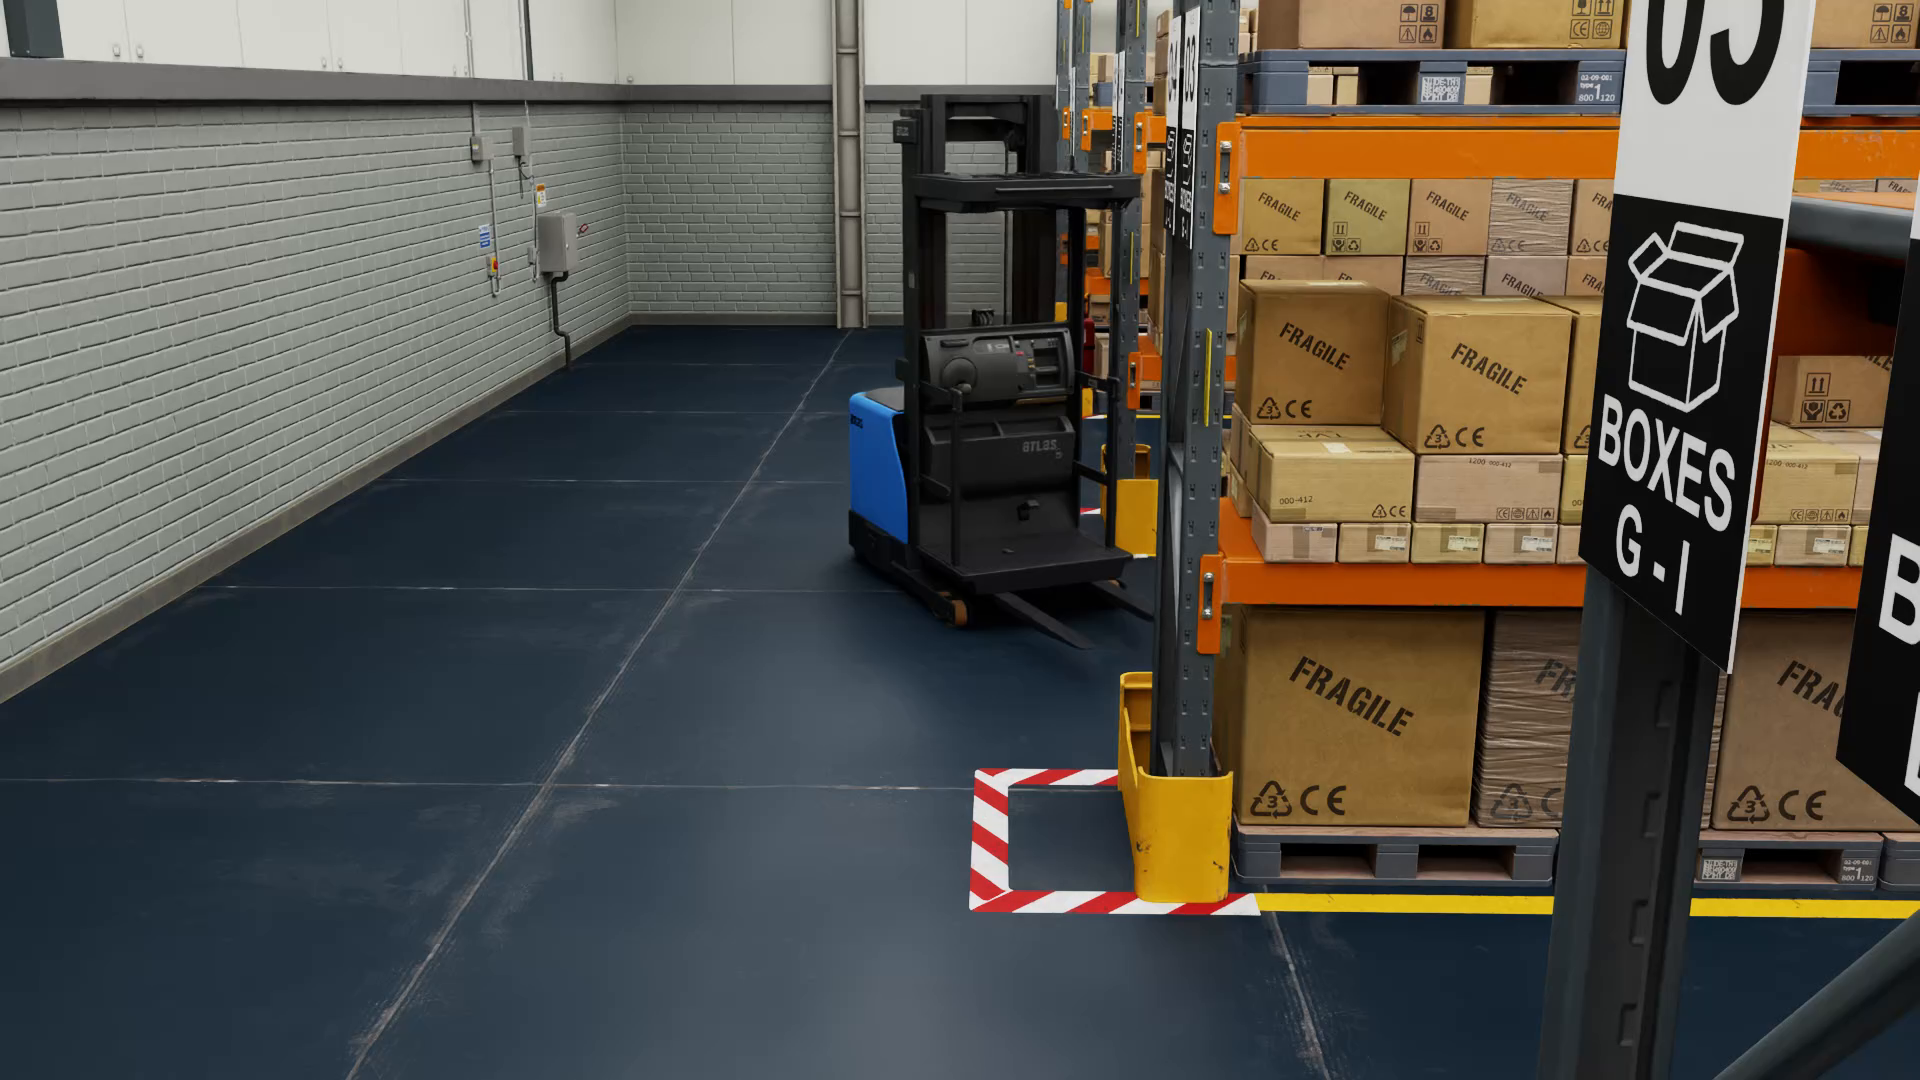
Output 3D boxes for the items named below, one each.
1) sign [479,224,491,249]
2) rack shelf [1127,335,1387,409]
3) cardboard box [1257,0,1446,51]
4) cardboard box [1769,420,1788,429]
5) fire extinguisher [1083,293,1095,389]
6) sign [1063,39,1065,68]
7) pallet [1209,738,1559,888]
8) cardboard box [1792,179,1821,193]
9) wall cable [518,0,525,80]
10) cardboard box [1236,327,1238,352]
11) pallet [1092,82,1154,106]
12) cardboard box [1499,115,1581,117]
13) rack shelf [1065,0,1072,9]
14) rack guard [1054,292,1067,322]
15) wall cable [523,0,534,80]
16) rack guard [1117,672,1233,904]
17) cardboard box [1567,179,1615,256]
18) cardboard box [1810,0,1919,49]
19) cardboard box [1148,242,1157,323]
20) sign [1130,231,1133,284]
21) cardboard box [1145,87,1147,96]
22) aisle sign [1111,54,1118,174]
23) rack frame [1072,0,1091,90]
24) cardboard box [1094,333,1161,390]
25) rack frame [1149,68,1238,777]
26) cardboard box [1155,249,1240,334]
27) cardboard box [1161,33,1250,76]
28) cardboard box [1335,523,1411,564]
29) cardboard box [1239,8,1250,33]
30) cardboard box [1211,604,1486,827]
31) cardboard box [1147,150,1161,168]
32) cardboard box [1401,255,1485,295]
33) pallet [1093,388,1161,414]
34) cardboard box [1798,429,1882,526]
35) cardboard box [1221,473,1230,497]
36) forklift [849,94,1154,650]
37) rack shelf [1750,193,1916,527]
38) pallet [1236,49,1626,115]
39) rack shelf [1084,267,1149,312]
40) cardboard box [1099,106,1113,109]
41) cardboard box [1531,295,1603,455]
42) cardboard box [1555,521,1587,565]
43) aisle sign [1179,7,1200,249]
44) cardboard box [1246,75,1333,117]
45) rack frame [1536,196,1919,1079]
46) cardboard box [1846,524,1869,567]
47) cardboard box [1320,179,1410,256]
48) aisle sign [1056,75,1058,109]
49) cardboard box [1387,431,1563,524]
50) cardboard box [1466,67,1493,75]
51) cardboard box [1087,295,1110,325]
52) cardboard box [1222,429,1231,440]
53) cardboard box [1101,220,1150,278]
[{"bbox_3d":[-4.574,-2.921,16.002,0.001,0.218,0.327,0,15,1],"label":"sign"},{"bbox_3d":[3.100,-1.148,11.220,4.000,0.370,1.077,0,15,1],"label":"rack shelf"},{"bbox_3d":[1.394,-2.005,5.963,0.500,0.500,0.700,-1,15,-2],"label":"cardboard box"},{"bbox_3d":[2.900,-0.371,6.577,0.500,0.250,0.500,0,15,2],"label":"cardboard box"},{"bbox_3d":[0.860,-1.410,11.687,0.183,0.674,0.296,0,15,1],"label":"fire extinguisher"},{"bbox_3d":[1.235,-5.772,19.744,0.005,0.325,0.100,0,15,1],"label":"sign"},{"bbox_3d":[1.674,1.089,6.798,1.213,0.211,1.003,0,15,1],"label":"pallet"},{"bbox_3d":[7.590,-3.194,15.410,0.500,0.500,0.500,0,15,1],"label":"cardboard box"},{"bbox_3d":[-4.546,-5.829,15.795,0.029,3.000,2.355,0,15,1],"label":"wall cable"},{"bbox_3d":[1.939,-1.295,10.860,0.250,0.149,0.380,0,15,0],"label":"cardboard box"},{"bbox_3d":[1.867,-4.177,15.585,1.213,0.211,1.003,0,15,1],"label":"pallet"},{"bbox_3d":[3.595,-2.804,10.502,0.500,0.250,0.500,0,15,1],"label":"cardboard box"},{"bbox_3d":[3.248,-6.576,20.040,4.000,0.370,1.077,0,15,1],"label":"rack shelf"},{"bbox_3d":[1.325,-2.828,21.080,0.348,0.500,1.175,0,15,1],"label":"rack guard"},{"bbox_3d":[-4.437,-6.558,18.482,0.133,3.039,2.988,0,15,1],"label":"wall cable"},{"bbox_3d":[0.848,0.964,6.705,0.348,0.500,1.175,0,15,1],"label":"rack guard"},{"bbox_3d":[4.105,-2.094,10.658,0.500,0.500,0.500,0,15,0],"label":"cardboard box"},{"bbox_3d":[3.031,-2.002,5.954,0.500,0.500,0.700,1,15,4],"label":"cardboard box"},{"bbox_3d":[1.556,-1.763,11.365,0.500,0.500,0.500,1,15,3],"label":"cardboard box"},{"bbox_3d":[1.086,-1.789,10.543,0.005,0.325,0.100,0,15,1],"label":"sign"},{"bbox_3d":[2.194,-5.488,20.094,0.500,0.250,0.500,1,15,2],"label":"cardboard box"},{"bbox_3d":[1.035,-2.842,11.138,0.004,0.787,0.394,0,15,1],"label":"aisle sign"},{"bbox_3d":[1.126,-5.672,15.200,0.127,3.000,1.000,0,15,1],"label":"rack frame"},{"bbox_3d":[1.788,-1.757,16.319,0.875,0.438,0.875,0,15,0],"label":"cardboard box"},{"bbox_3d":[0.872,-0.244,6.386,0.127,3.000,1.000,0,15,1],"label":"rack frame"},{"bbox_3d":[1.542,-1.627,10.849,0.500,0.500,0.500,1,15,4],"label":"cardboard box"},{"bbox_3d":[1.542,-3.059,10.488,0.500,0.250,0.500,1,15,2],"label":"cardboard box"},{"bbox_3d":[1.475,-0.035,6.085,0.250,0.149,0.380,0,15,1],"label":"cardboard box"},{"bbox_3d":[1.672,-3.254,10.448,0.250,0.149,0.380,1,15,4],"label":"cardboard box"},{"bbox_3d":[1.514,0.564,6.665,0.875,0.875,0.875,0,15,1],"label":"cardboard box"},{"bbox_3d":[1.737,-3.560,15.528,0.250,0.149,0.380,1,15,3],"label":"cardboard box"},{"bbox_3d":[3.077,-1.622,10.829,0.500,0.500,0.500,0,15,0],"label":"cardboard box"},{"bbox_3d":[1.927,-1.438,16.377,1.213,0.211,1.003,0,15,1],"label":"pallet"},{"bbox_3d":[3.395,-0.232,6.048,0.500,0.250,0.500,1,15,3],"label":"cardboard box"},{"bbox_3d":[1.890,-0.392,11.127,0.250,0.149,0.380,0,15,1],"label":"cardboard box"},{"bbox_3d":[0.323,-1.039,9.531,1.130,2.935,3.031,-6,16,-23],"label":"forklift"},{"bbox_3d":[2.745,-0.071,1.258,4.000,0.370,1.077,0,15,1],"label":"rack shelf"},{"bbox_3d":[1.614,-1.650,6.006,1.213,0.211,1.003,0,15,1],"label":"pallet"},{"bbox_3d":[3.125,-2.411,16.007,4.000,0.370,1.077,0,15,1],"label":"rack shelf"},{"bbox_3d":[1.824,-5.310,20.198,0.250,0.149,0.380,1,15,2],"label":"cardboard box"},{"bbox_3d":[2.363,-0.601,5.979,0.500,0.500,0.500,0,15,0],"label":"cardboard box"},{"bbox_3d":[2.246,-0.030,6.067,0.250,0.149,0.380,0,15,0],"label":"cardboard box"},{"bbox_3d":[0.793,-1.425,5.766,0.004,0.787,0.394,0,15,1],"label":"aisle sign"},{"bbox_3d":[2.069,-2.814,10.539,0.500,0.250,0.500,1,15,3],"label":"cardboard box"},{"bbox_3d":[0.746,1.018,1.602,0.053,2.616,0.949,0,15,1],"label":"rack frame"},{"bbox_3d":[3.273,-0.023,6.041,0.250,0.149,0.380,0,15,1],"label":"cardboard box"},{"bbox_3d":[2.566,-2.103,10.691,0.500,0.500,0.500,0,15,0],"label":"cardboard box"},{"bbox_3d":[1.173,-5.220,20.149,0.004,0.787,0.394,0,15,1],"label":"aisle sign"},{"bbox_3d":[1.865,-0.242,6.088,0.500,0.250,0.500,0,15,1],"label":"cardboard box"},{"bbox_3d":[3.065,-3.047,10.441,0.500,0.250,0.500,0,15,-1],"label":"cardboard box"},{"bbox_3d":[1.858,-3.005,20.921,0.637,0.503,0.797,0,15,-1],"label":"cardboard box"},{"bbox_3d":[1.886,-0.666,11.582,0.250,0.149,0.380,1,15,3],"label":"cardboard box"},{"bbox_3d":[1.598,-2.744,15.663,0.500,0.500,0.500,0,15,1],"label":"cardboard box"}]
